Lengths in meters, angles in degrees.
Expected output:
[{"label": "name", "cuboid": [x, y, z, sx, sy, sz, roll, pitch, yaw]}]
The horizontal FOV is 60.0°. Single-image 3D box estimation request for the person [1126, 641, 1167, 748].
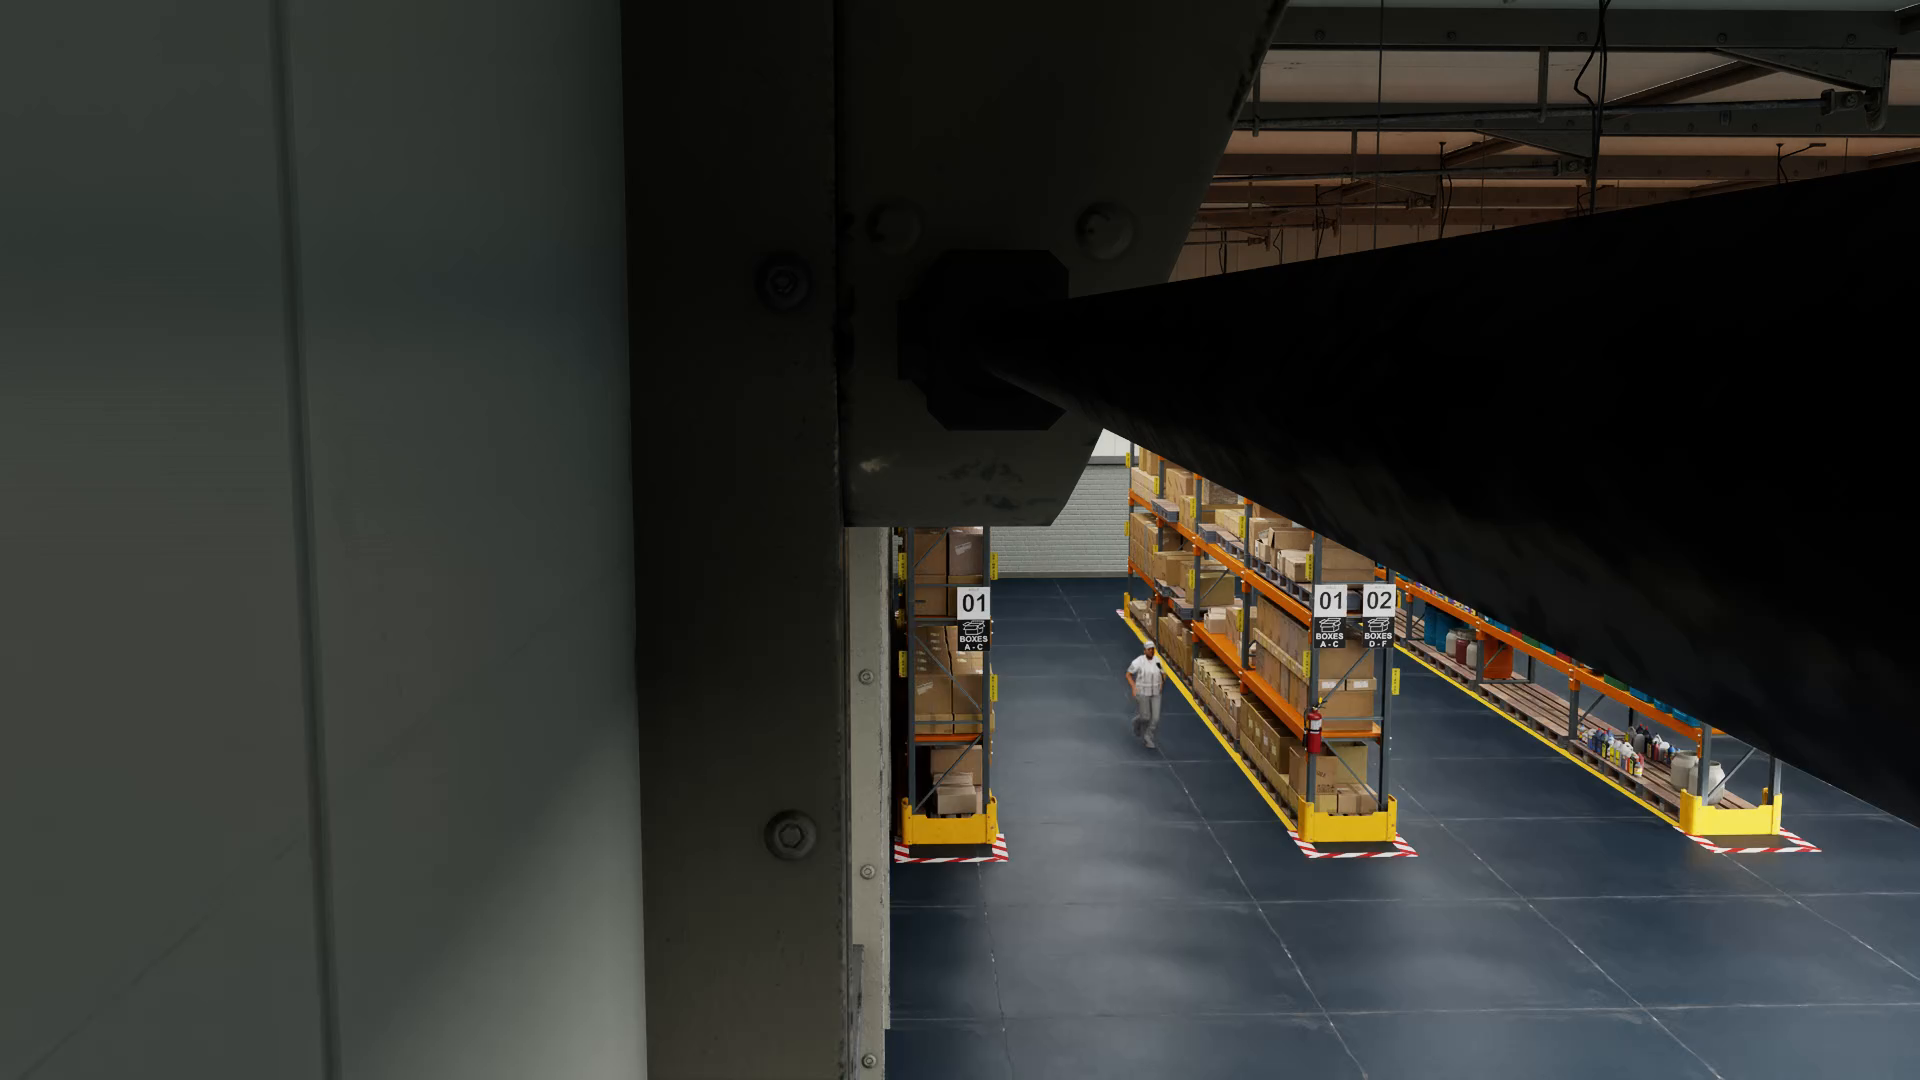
[{"label": "person", "cuboid": [2.848, 2.324, 25.123, 0.608, 1.623, 0.549, -2, 8, -13]}]
